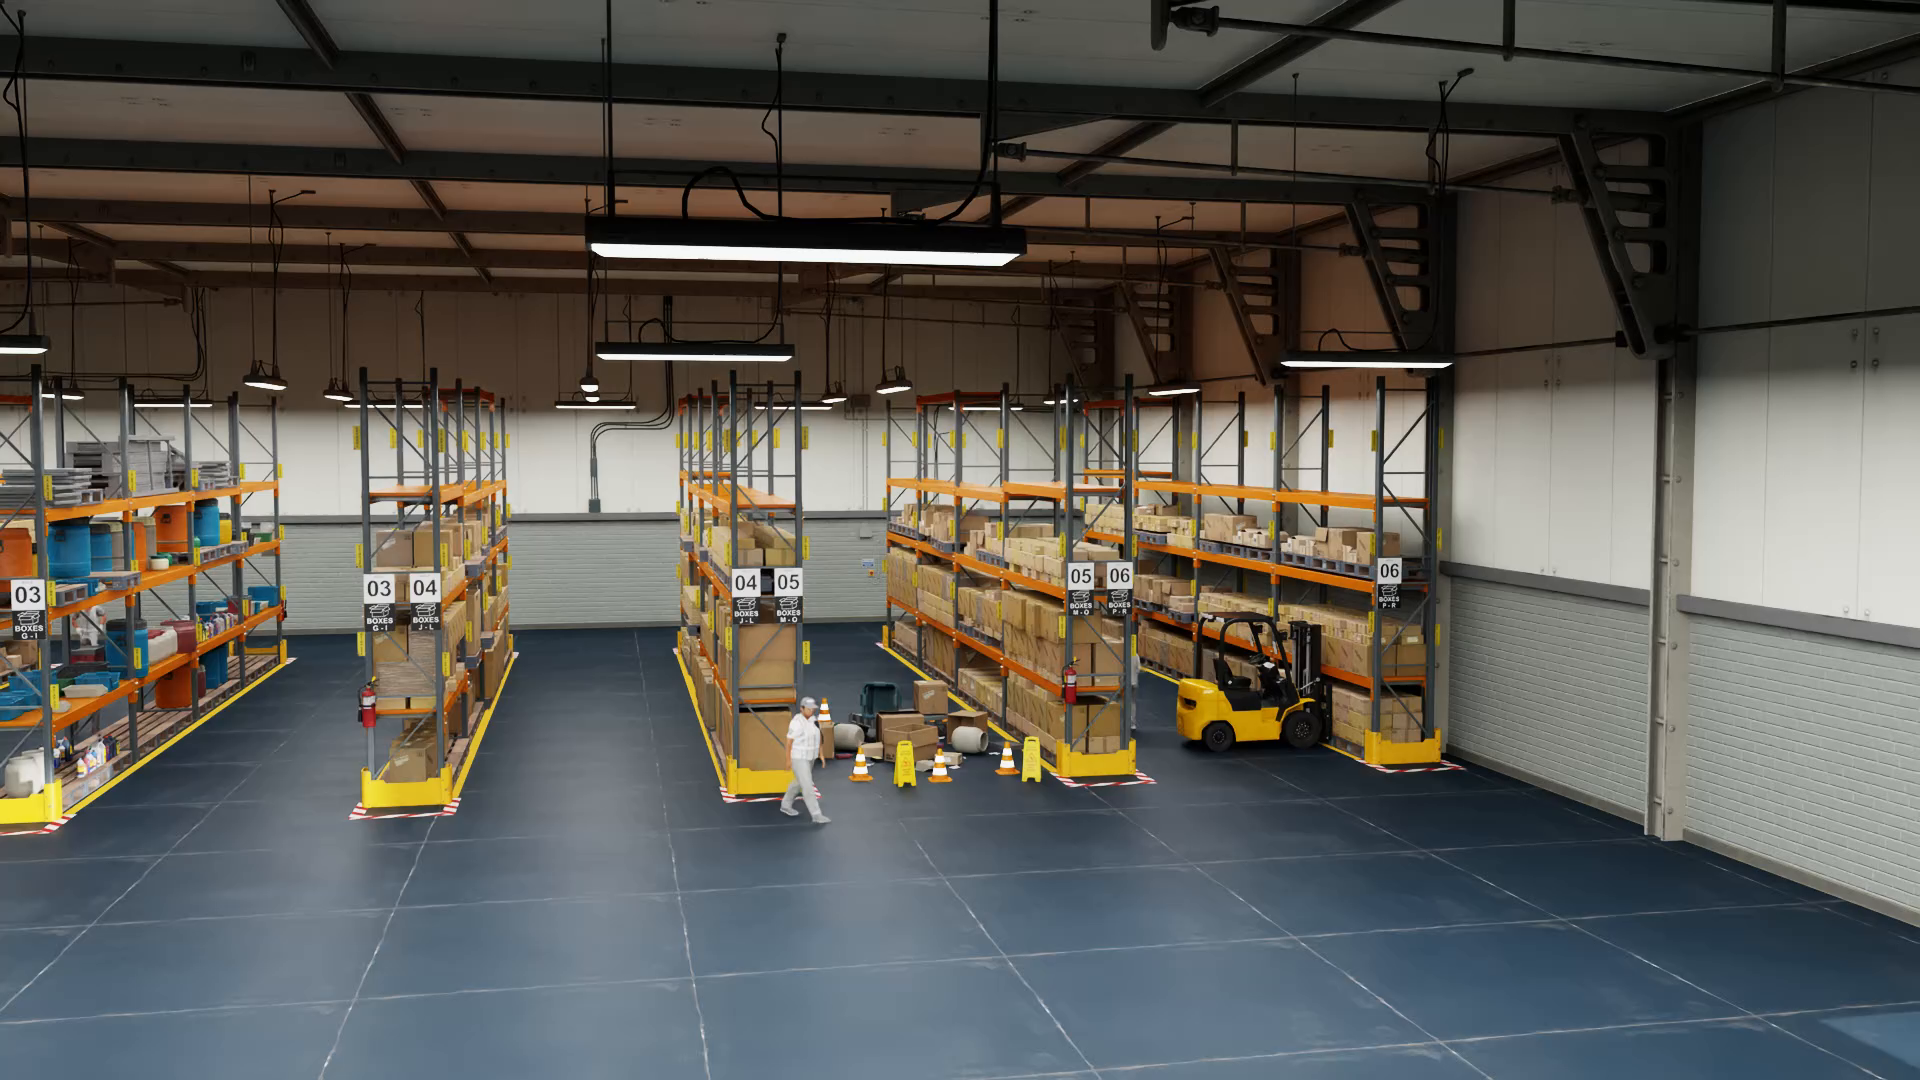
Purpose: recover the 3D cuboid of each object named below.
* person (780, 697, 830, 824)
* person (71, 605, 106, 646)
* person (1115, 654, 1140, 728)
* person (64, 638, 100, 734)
[{"bbox_3d":[-2.017,2.871,21.879,0.988,1.608,0.529,2,4,29],"label":"person"},{"bbox_3d":[-19.063,2.002,36.379,0.617,1.683,0.632,0,3,-3],"label":"person"},{"bbox_3d":[2.937,2.528,29.192,0.520,1.486,0.754,-1,3,-9],"label":"person"},{"bbox_3d":[-14.937,2.542,28.363,0.501,1.502,0.836,-3,5,-41],"label":"person"}]
